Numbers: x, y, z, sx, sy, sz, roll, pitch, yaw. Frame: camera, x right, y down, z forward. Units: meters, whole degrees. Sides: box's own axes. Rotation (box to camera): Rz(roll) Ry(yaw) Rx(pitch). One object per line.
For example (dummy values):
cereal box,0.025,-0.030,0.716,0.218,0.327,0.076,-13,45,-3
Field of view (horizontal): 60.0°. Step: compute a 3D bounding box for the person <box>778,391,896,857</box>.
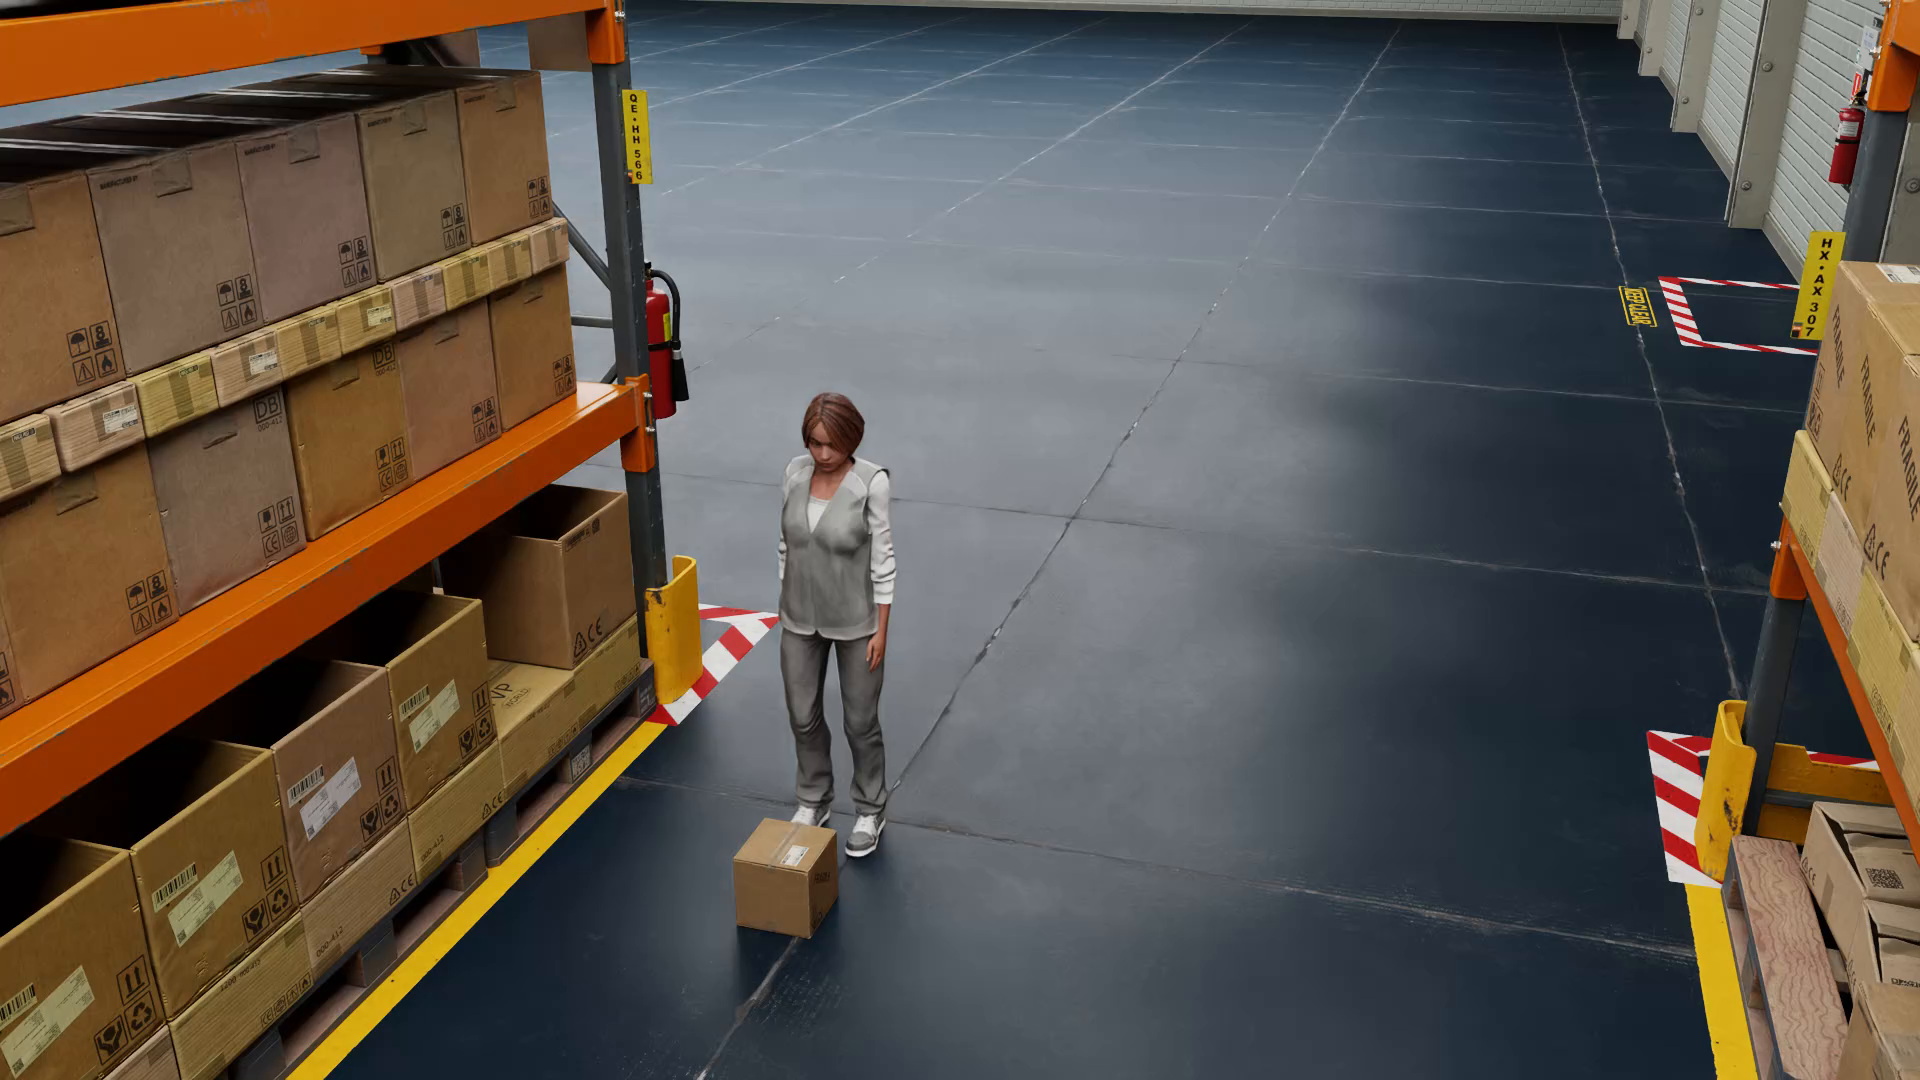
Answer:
person,-0.397,0.283,5.423,0.407,1.594,0.299,7,23,17
